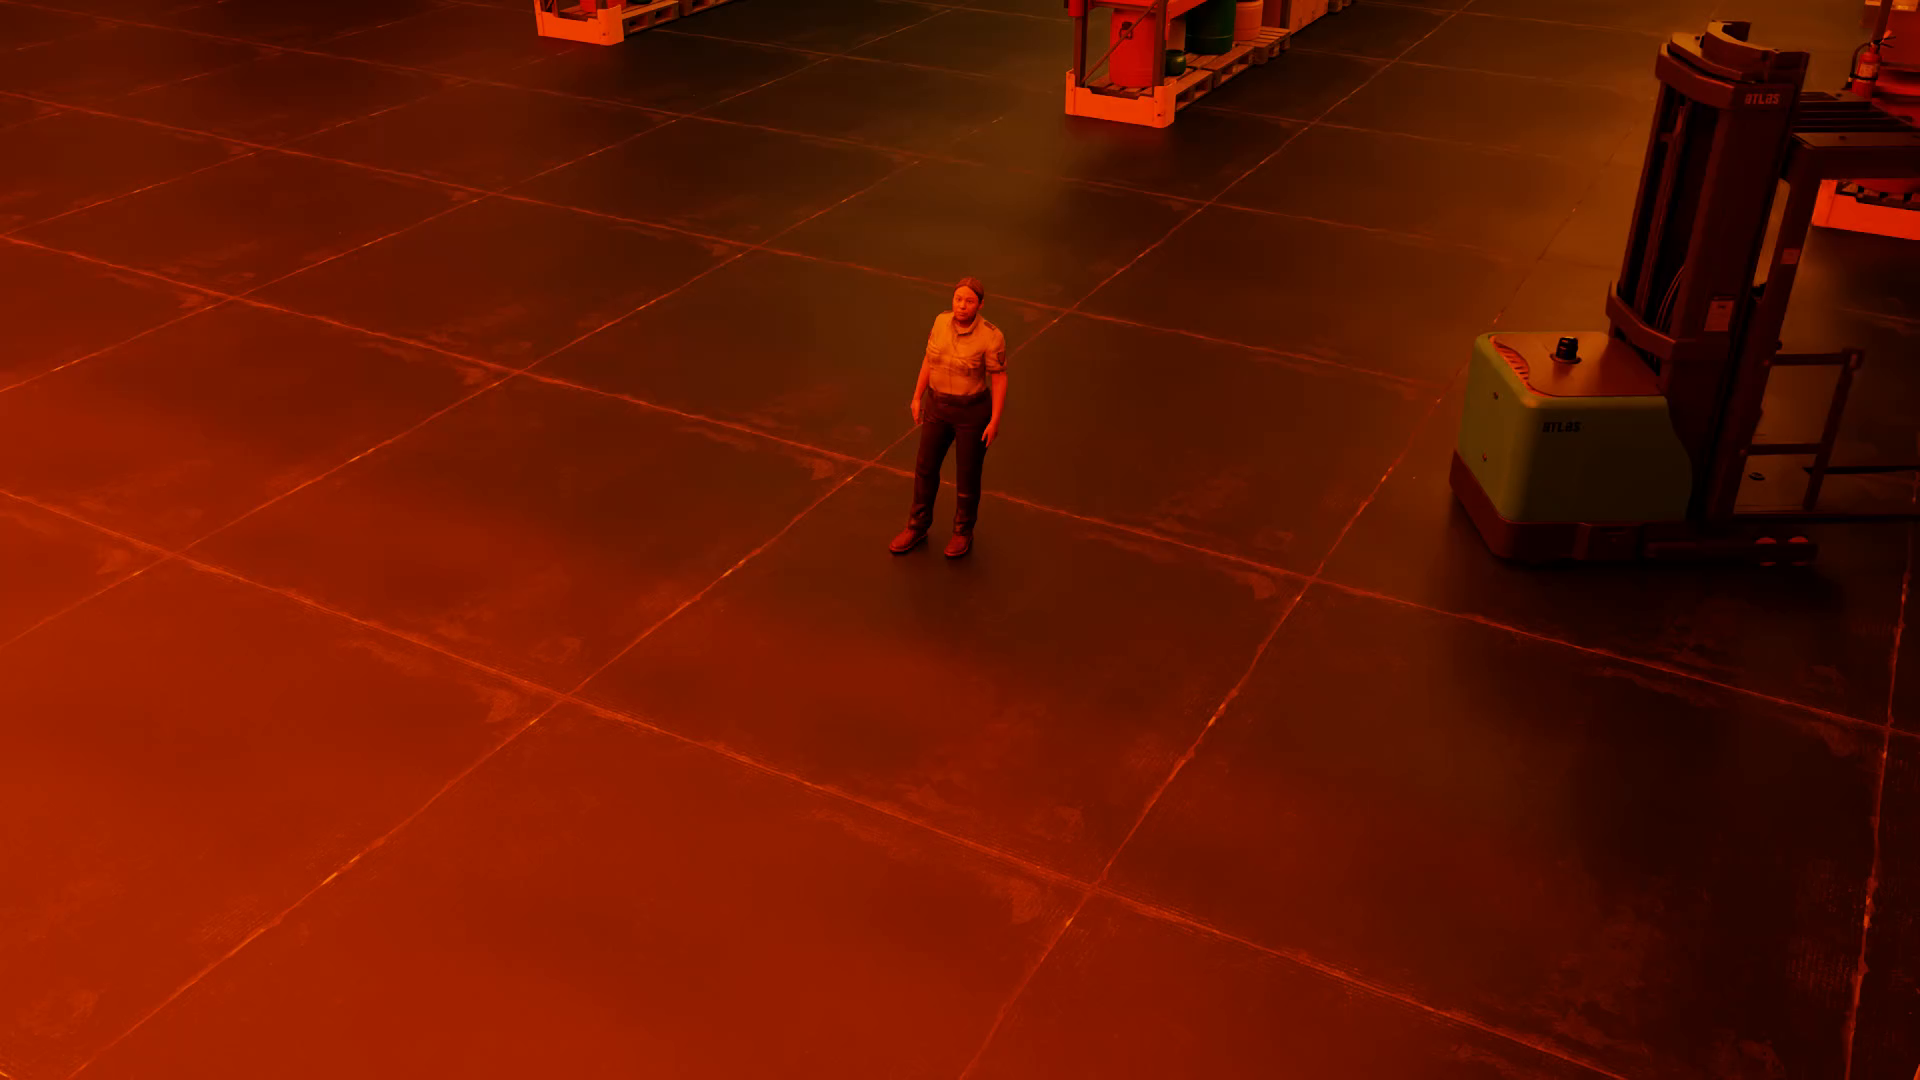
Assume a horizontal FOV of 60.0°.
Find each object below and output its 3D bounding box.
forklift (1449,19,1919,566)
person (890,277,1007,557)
[{"bbox_3d":[4.612,-1.382,9.465,3.031,2.935,1.130,-1,30,-2],"label":"forklift"},{"bbox_3d":[-0.063,-0.686,9.529,0.599,1.650,0.503,15,33,25],"label":"person"}]
